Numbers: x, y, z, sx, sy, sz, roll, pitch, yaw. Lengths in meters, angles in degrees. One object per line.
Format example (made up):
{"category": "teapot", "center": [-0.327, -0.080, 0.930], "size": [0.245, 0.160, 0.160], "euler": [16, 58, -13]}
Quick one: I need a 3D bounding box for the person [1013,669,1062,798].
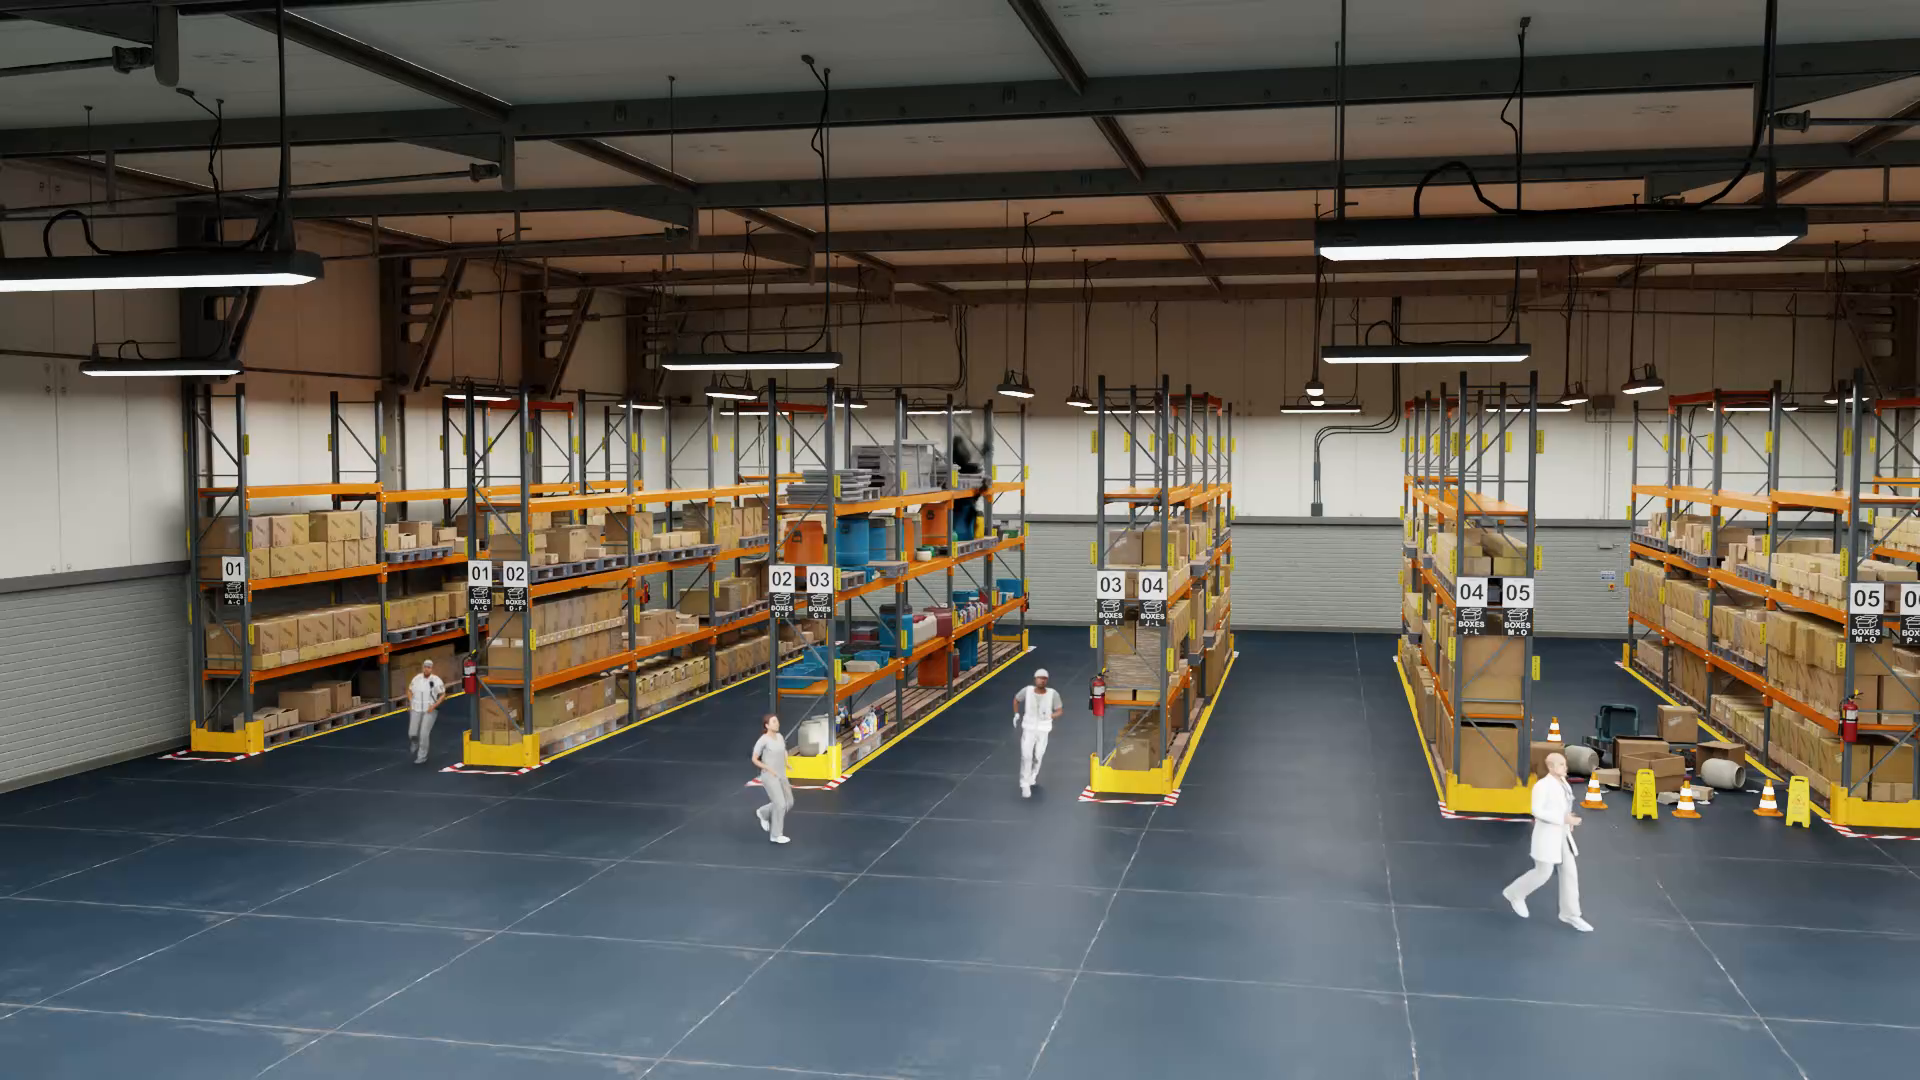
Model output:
{"category": "person", "center": [1.119, 2.748, 23.973], "size": [0.712, 1.794, 0.919], "euler": [0, 3, 0]}

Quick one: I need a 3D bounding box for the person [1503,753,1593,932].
{"category": "person", "center": [6.160, 3.113, 17.363], "size": [0.732, 1.807, 0.947], "euler": [-3, 4, -41]}

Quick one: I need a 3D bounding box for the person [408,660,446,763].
{"category": "person", "center": [-8.449, 2.714, 26.334], "size": [0.613, 1.646, 0.545], "euler": [0, 3, -7]}

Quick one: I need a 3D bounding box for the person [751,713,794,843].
{"category": "person", "center": [-2.391, 2.988, 20.975], "size": [0.609, 1.619, 0.563], "euler": [2, 4, 37]}
